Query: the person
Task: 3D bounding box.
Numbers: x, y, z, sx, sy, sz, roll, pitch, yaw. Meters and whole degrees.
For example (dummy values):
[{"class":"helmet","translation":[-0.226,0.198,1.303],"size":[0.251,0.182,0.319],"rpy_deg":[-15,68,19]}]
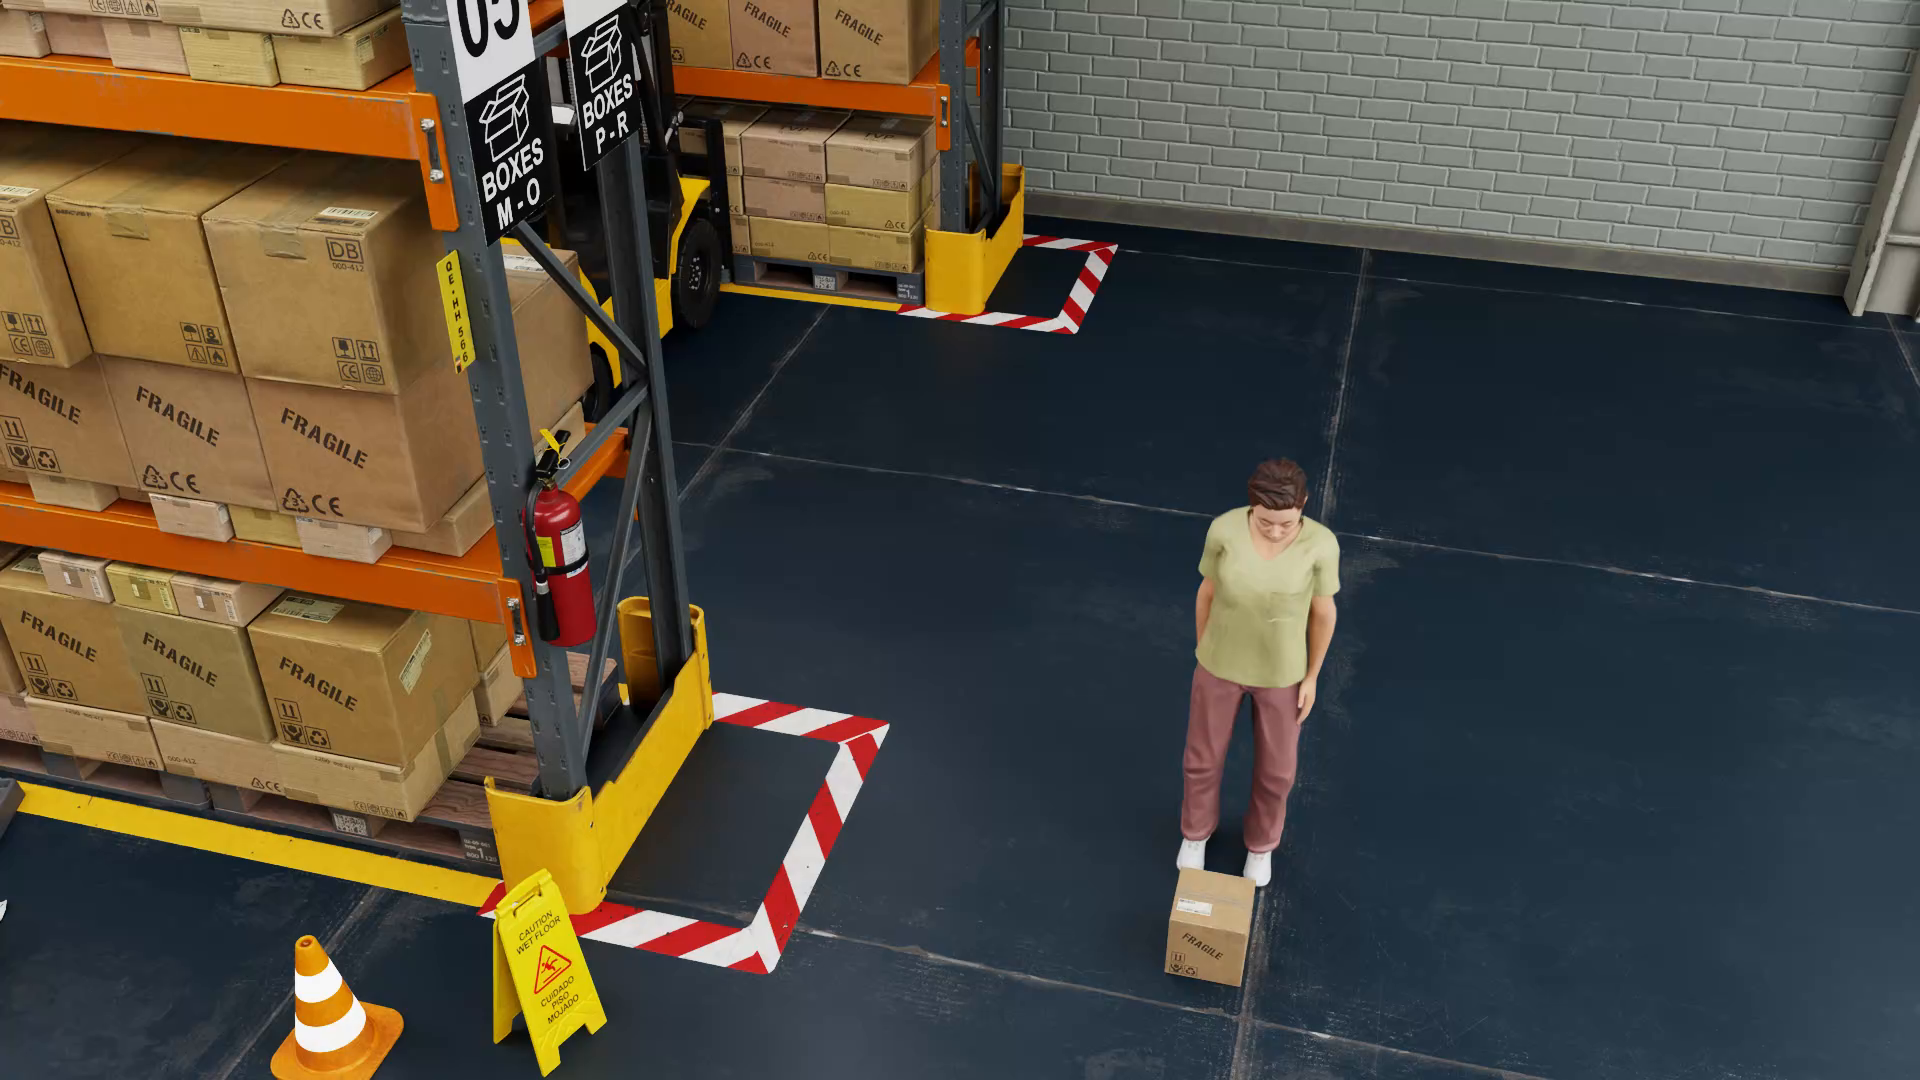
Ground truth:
[{"class":"person","translation":[0.979,0.448,5.486],"size":[0.463,1.645,0.354],"rpy_deg":[9,34,13]}]
